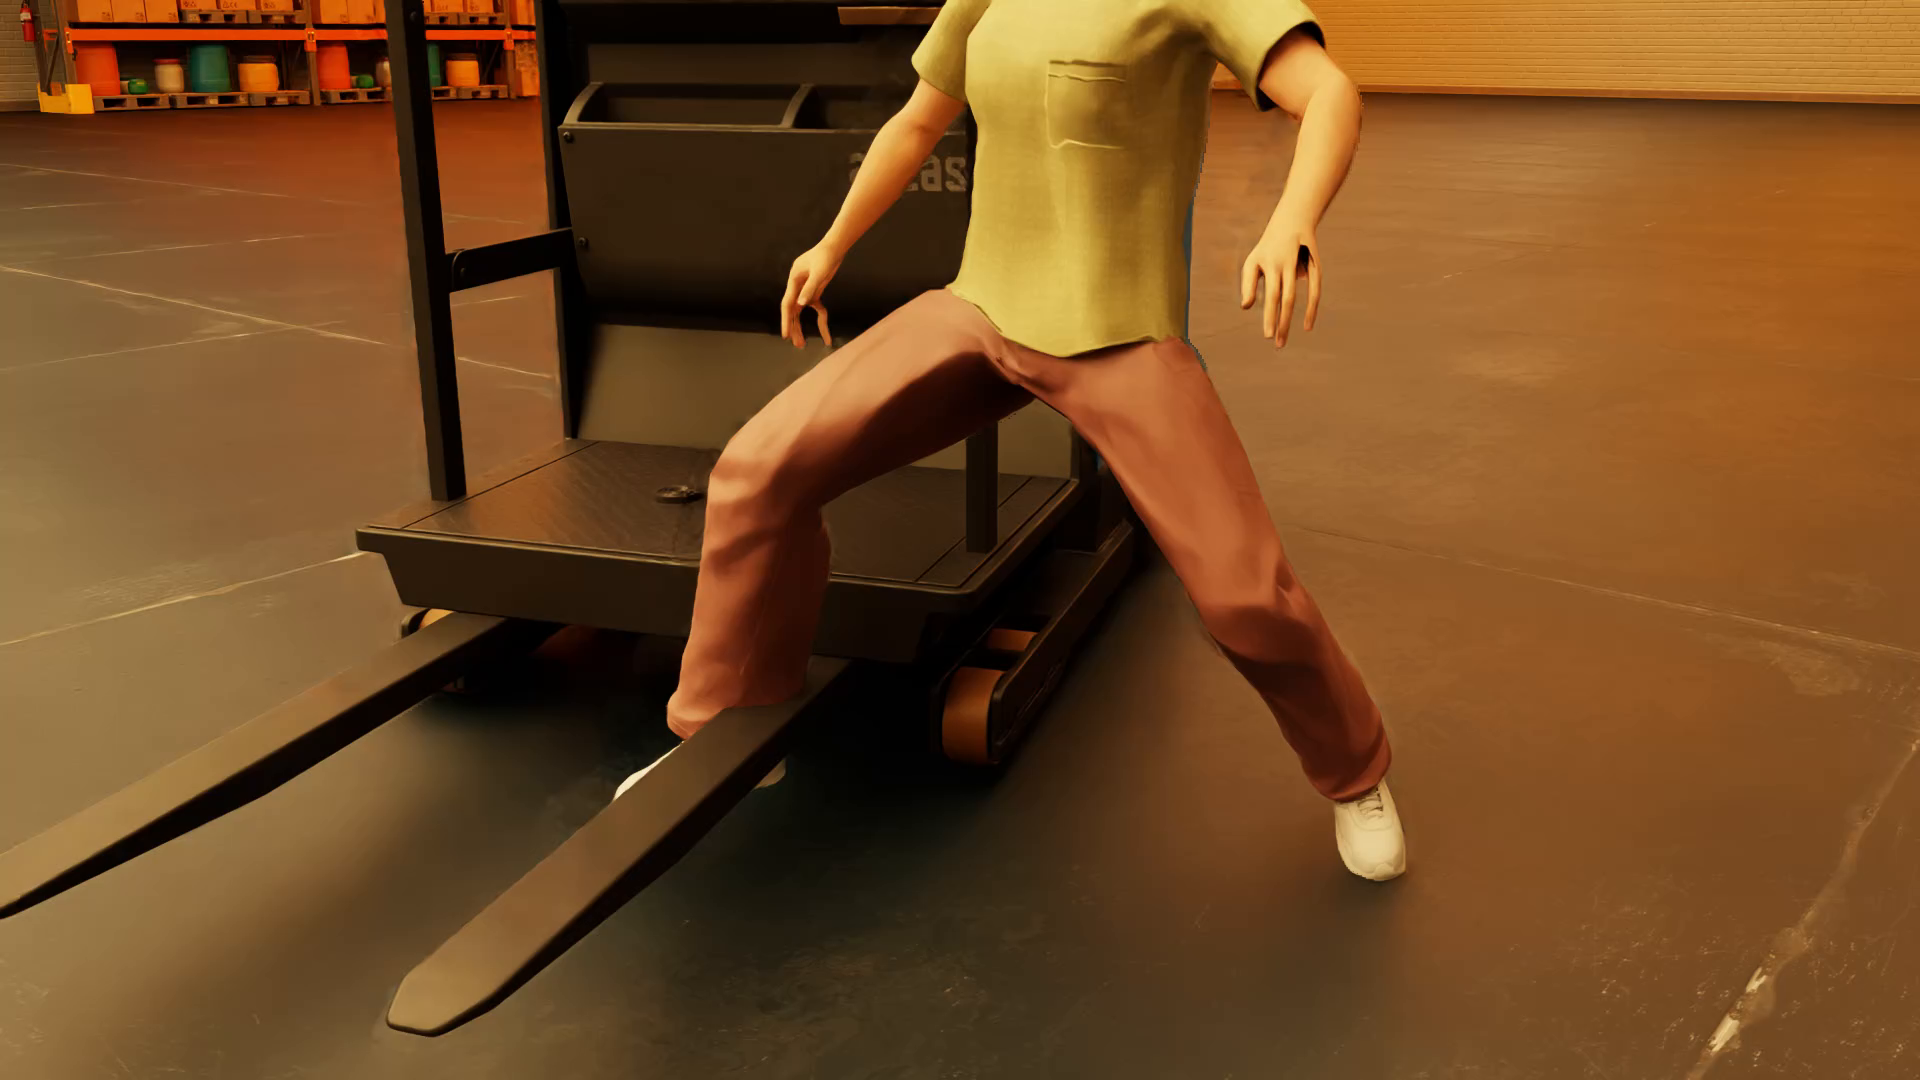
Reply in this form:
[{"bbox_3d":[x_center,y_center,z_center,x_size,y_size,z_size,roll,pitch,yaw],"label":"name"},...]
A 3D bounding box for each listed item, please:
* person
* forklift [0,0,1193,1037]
[{"bbox_3d":[0.120,-0.279,2.205,0.933,1.555,0.897,13,21,36],"label":"person"},{"bbox_3d":[-0.354,-1.161,2.721,1.130,2.935,3.031,5,18,17],"label":"forklift"}]
